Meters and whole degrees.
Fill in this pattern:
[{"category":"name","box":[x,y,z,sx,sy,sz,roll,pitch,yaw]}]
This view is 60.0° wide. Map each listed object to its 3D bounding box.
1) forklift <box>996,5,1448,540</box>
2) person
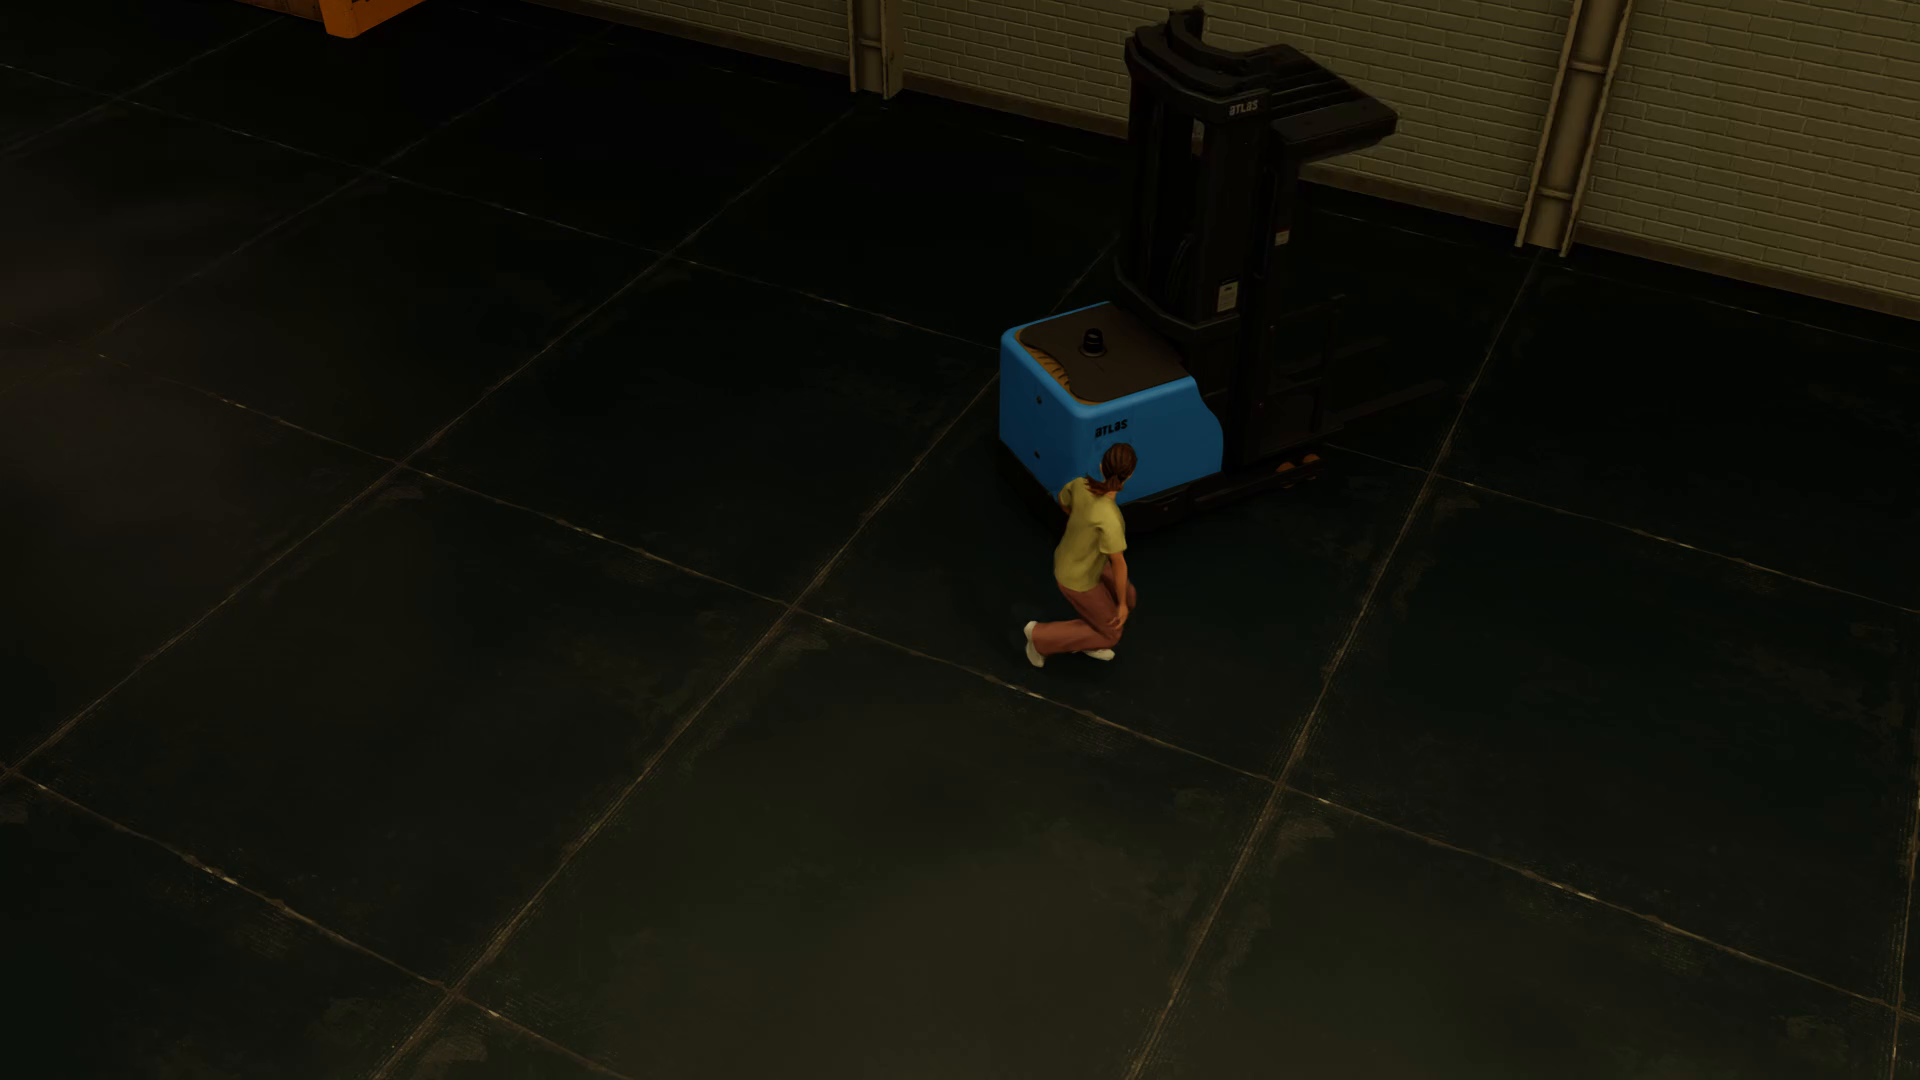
[{"category":"forklift","box":[1.781,-1.736,10.048,3.031,2.935,1.130,-18,43,-21]},{"category":"person","box":[0.673,0.129,8.988,0.631,1.472,0.740,-1,40,-2]}]
